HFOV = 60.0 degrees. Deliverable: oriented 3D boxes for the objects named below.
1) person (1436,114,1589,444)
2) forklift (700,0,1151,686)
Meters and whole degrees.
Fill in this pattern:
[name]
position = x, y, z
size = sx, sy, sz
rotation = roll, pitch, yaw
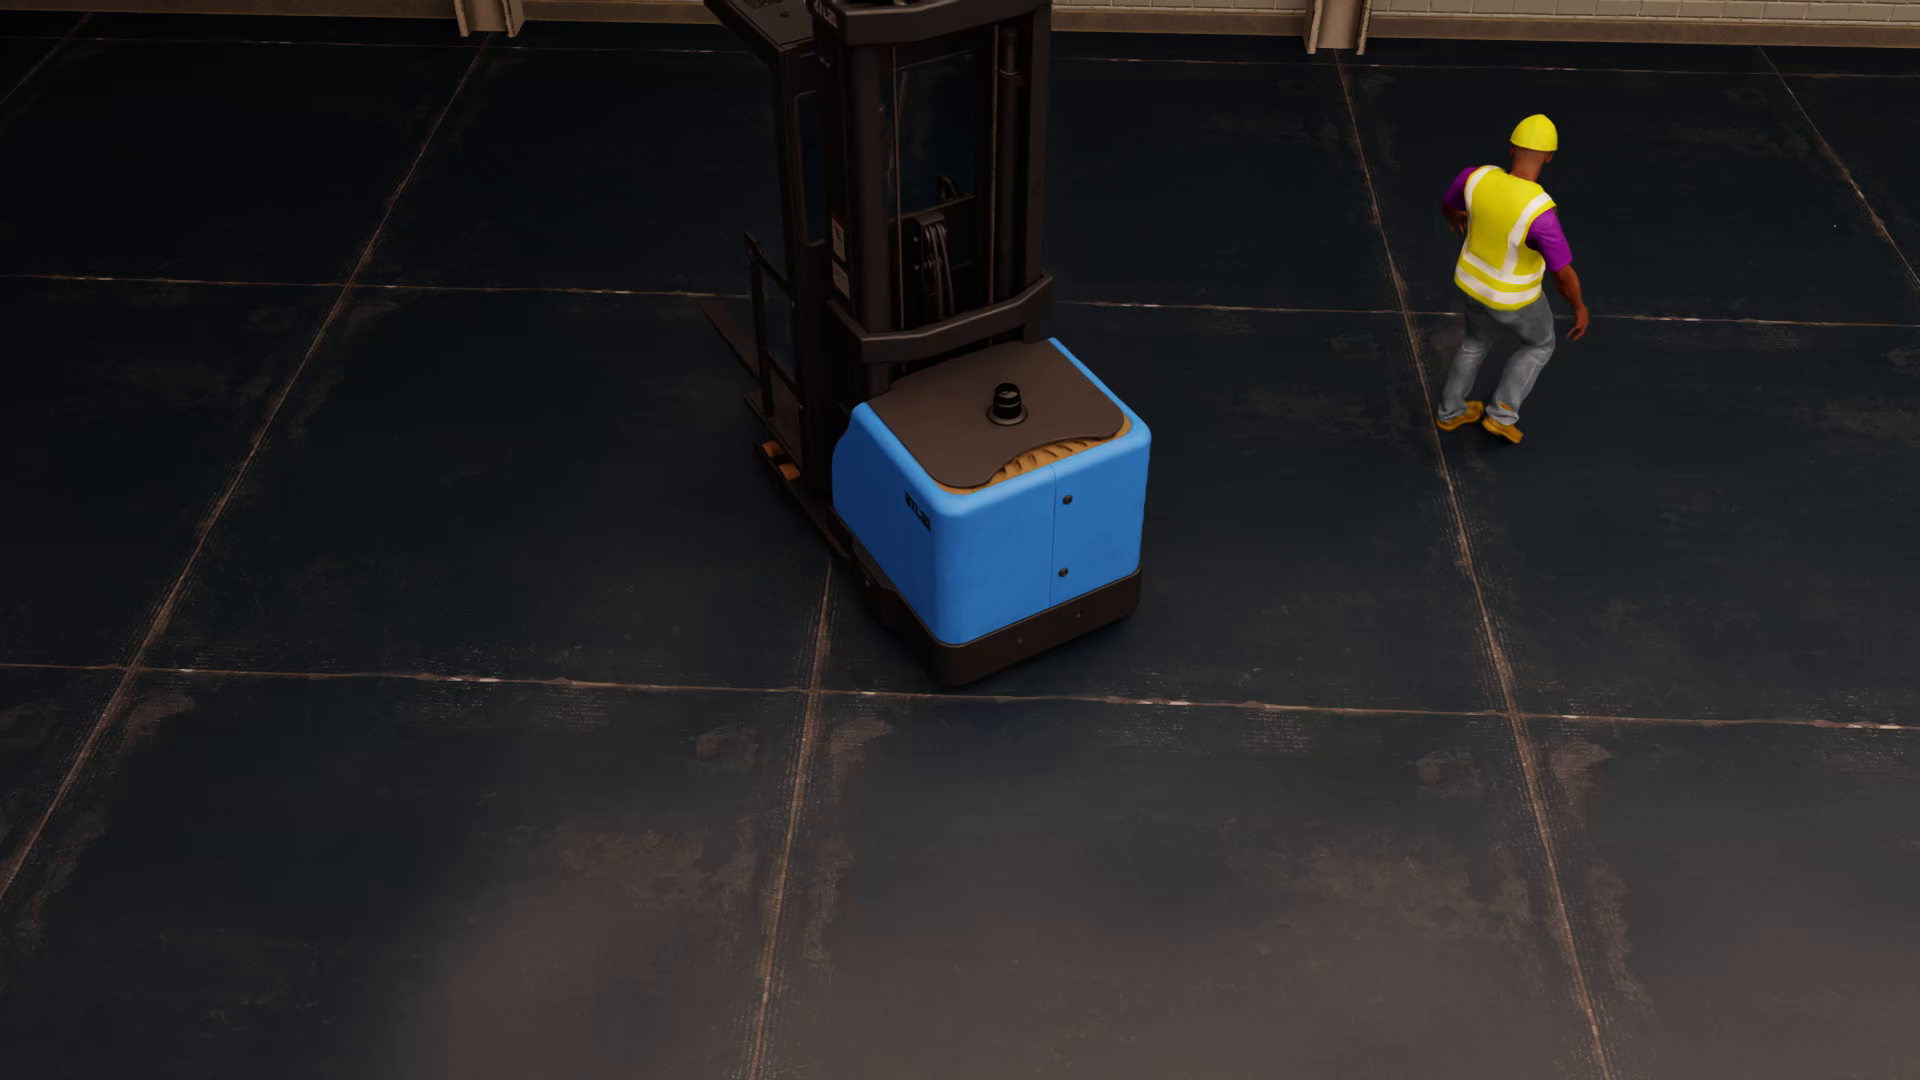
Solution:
[person]
position = 2.614, -1.243, 8.012
size = 0.501, 1.775, 0.918
rotation = -22, 47, -22
[forklift]
position = -0.364, -1.439, 7.319
size = 1.130, 2.935, 3.031
rotation = -21, 46, -22
